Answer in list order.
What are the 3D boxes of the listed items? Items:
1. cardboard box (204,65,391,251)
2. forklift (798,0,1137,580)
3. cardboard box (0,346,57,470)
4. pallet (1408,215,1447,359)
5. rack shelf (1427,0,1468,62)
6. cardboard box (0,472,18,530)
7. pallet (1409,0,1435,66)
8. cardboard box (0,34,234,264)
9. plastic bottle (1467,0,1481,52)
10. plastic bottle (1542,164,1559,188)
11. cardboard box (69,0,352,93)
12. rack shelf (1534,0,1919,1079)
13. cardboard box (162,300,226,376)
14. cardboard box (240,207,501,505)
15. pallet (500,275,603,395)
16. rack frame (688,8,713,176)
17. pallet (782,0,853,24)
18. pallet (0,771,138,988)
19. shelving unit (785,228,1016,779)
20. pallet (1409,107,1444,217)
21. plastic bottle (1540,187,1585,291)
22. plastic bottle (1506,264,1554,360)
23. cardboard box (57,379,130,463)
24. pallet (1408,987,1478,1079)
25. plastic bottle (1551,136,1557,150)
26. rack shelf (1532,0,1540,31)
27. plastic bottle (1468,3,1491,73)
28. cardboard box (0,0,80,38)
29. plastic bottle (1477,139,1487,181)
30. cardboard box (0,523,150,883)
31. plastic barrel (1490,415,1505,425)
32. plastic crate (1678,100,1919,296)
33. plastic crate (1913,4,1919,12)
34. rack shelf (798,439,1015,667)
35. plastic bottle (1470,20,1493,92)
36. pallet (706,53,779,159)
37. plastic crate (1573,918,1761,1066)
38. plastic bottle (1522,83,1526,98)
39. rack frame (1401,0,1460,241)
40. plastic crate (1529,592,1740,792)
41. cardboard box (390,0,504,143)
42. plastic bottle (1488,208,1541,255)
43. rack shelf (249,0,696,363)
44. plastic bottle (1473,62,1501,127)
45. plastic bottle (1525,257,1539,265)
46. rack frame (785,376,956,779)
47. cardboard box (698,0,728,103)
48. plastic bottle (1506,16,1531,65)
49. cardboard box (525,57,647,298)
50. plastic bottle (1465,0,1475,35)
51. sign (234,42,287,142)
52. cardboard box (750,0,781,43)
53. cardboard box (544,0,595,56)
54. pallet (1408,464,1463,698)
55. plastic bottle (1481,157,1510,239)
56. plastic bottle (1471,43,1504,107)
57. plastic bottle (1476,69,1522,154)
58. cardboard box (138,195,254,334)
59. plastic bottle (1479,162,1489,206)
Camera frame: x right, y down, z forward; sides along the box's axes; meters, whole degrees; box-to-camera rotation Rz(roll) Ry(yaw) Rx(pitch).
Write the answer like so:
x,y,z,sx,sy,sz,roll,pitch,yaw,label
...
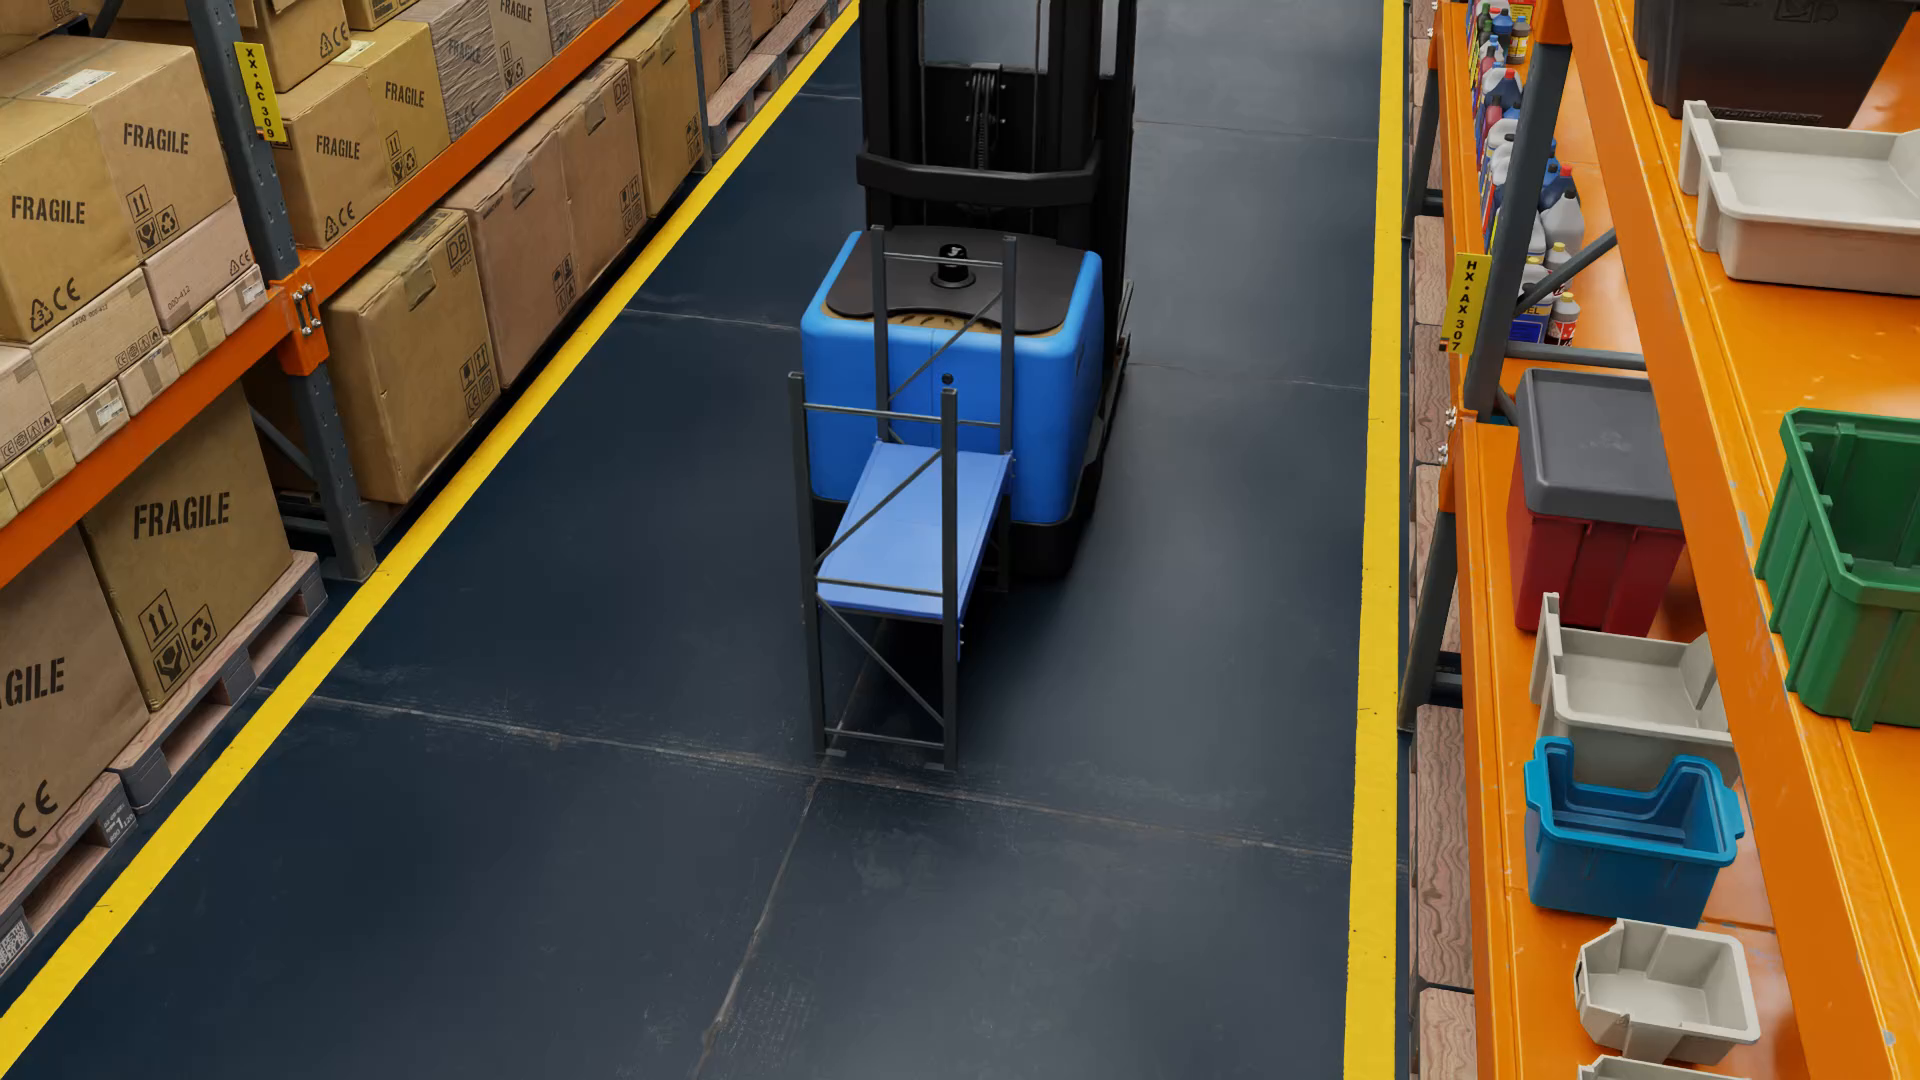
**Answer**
x,y,z,sx,sy,sz,roll,pitch,yaw,label
-2.466,-1.408,6.052,0.500,0.500,0.500,7,37,10,cardboard box
0.188,-1.894,6.866,1.130,2.935,3.031,7,36,9,forklift
-2.864,-0.319,4.509,0.500,0.250,0.500,8,37,11,cardboard box
2.757,-1.221,8.255,1.003,0.211,1.213,7,37,10,pallet
3.312,-3.663,9.861,1.077,0.370,4.000,7,37,10,rack shelf
-2.828,-0.081,4.520,0.380,0.149,0.250,7,36,9,cardboard box
3.609,-3.517,11.422,1.003,0.211,1.213,7,37,10,pallet
-2.646,-1.202,5.087,0.500,0.500,0.500,8,37,11,cardboard box
2.361,-2.370,7.564,0.061,0.283,0.133,7,37,10,plastic bottle
2.110,-1.222,5.990,0.097,0.271,0.097,0,36,0,plastic bottle
-2.680,-1.949,5.943,0.797,0.503,0.637,6,36,9,cardboard box
1.603,-0.291,2.653,1.077,0.370,4.000,7,37,10,rack shelf
-2.609,-0.670,5.332,0.380,0.149,0.250,8,37,11,cardboard box
-2.691,-0.814,6.770,1.225,0.875,0.875,7,37,10,cardboard box
-2.459,-1.160,8.170,1.003,0.211,1.213,7,37,10,pallet
-1.954,-3.429,8.924,1.000,3.000,0.127,7,37,10,rack frame
-1.265,-4.146,12.291,1.003,0.211,1.213,7,37,10,pallet
-3.306,1.121,5.023,1.003,0.211,1.213,7,37,10,pallet
-0.161,-0.127,5.647,0.538,1.500,1.048,7,36,9,shelving unit
3.088,-2.118,9.492,1.003,0.211,1.213,7,37,10,pallet
2.048,-1.044,5.677,0.144,0.351,0.185,7,37,10,plastic bottle
1.798,-0.731,5.308,0.152,0.276,0.135,7,37,10,plastic bottle
-2.718,-0.376,4.926,0.380,0.149,0.250,8,37,11,cardboard box
1.652,1.743,4.166,1.003,0.211,1.213,7,37,10,pallet
2.188,-1.433,6.280,0.097,0.271,0.097,0,36,0,plastic bottle
2.457,-2.584,5.817,1.077,0.370,4.000,7,37,10,rack shelf
2.304,-2.217,7.352,0.061,0.283,0.133,7,37,10,plastic bottle
-6.560,-3.705,10.865,1.050,0.750,0.750,7,36,9,cardboard box
2.060,-1.479,6.404,0.097,0.201,0.097,0,36,0,plastic bottle
-3.220,0.439,5.041,0.875,0.875,0.875,7,37,10,cardboard box
2.314,-0.551,6.384,0.600,0.901,0.708,7,37,10,plastic barrel
1.375,-0.545,2.614,0.437,0.136,0.530,7,37,10,plastic crate
2.235,-1.362,3.698,0.450,0.188,0.662,7,37,10,plastic crate
-0.161,0.019,5.753,0.538,0.185,1.000,7,36,9,rack shelf
2.255,-2.084,7.169,0.061,0.283,0.133,7,37,10,plastic bottle
-1.786,-2.747,10.361,1.003,0.211,1.213,7,37,10,pallet
1.330,0.872,3.165,0.298,0.136,0.250,7,37,10,plastic crate
2.319,-1.752,6.653,0.144,0.351,0.185,7,37,10,plastic bottle
2.884,-2.808,8.068,1.000,3.000,0.127,7,37,10,rack frame
1.524,0.362,3.745,0.437,0.282,0.530,7,37,10,plastic crate
-2.252,-1.983,6.845,0.500,0.500,0.500,7,36,9,cardboard box
1.907,-1.063,5.702,0.144,0.351,0.185,7,37,10,plastic bottle
-2.381,-1.991,7.554,1.077,0.370,4.000,7,37,10,rack shelf
2.178,-1.823,6.819,0.097,0.271,0.097,0,36,0,plastic bottle
1.884,-0.839,5.521,0.097,0.201,0.097,0,36,0,plastic bottle
-0.260,0.166,5.243,0.500,1.500,0.032,7,36,9,rack frame
-1.831,-2.981,10.062,0.700,0.500,0.500,5,36,8,cardboard box
2.503,-2.249,7.467,0.097,0.201,0.097,0,36,0,plastic bottle
-2.320,-1.835,8.179,1.225,0.875,0.875,7,37,10,cardboard box
2.425,-2.485,7.732,0.097,0.271,0.097,0,36,0,plastic bottle
-2.266,-1.449,5.388,0.100,0.325,0.005,7,37,10,sign
-1.610,-3.627,10.953,0.700,0.500,0.500,10,37,14,cardboard box
-2.038,-2.572,7.657,0.500,0.500,0.500,6,36,8,cardboard box
2.236,0.177,6.325,1.003,0.211,1.213,7,37,10,pallet
1.984,-1.229,5.996,0.152,0.276,0.135,7,37,10,plastic bottle
2.227,-1.955,7.001,0.097,0.271,0.097,0,36,0,plastic bottle
2.142,-1.694,6.573,0.144,0.351,0.185,7,37,10,plastic bottle
-2.647,-0.909,5.322,0.500,0.250,0.500,7,36,9,cardboard box
2.011,-1.346,6.221,0.097,0.201,0.097,0,36,0,plastic bottle
